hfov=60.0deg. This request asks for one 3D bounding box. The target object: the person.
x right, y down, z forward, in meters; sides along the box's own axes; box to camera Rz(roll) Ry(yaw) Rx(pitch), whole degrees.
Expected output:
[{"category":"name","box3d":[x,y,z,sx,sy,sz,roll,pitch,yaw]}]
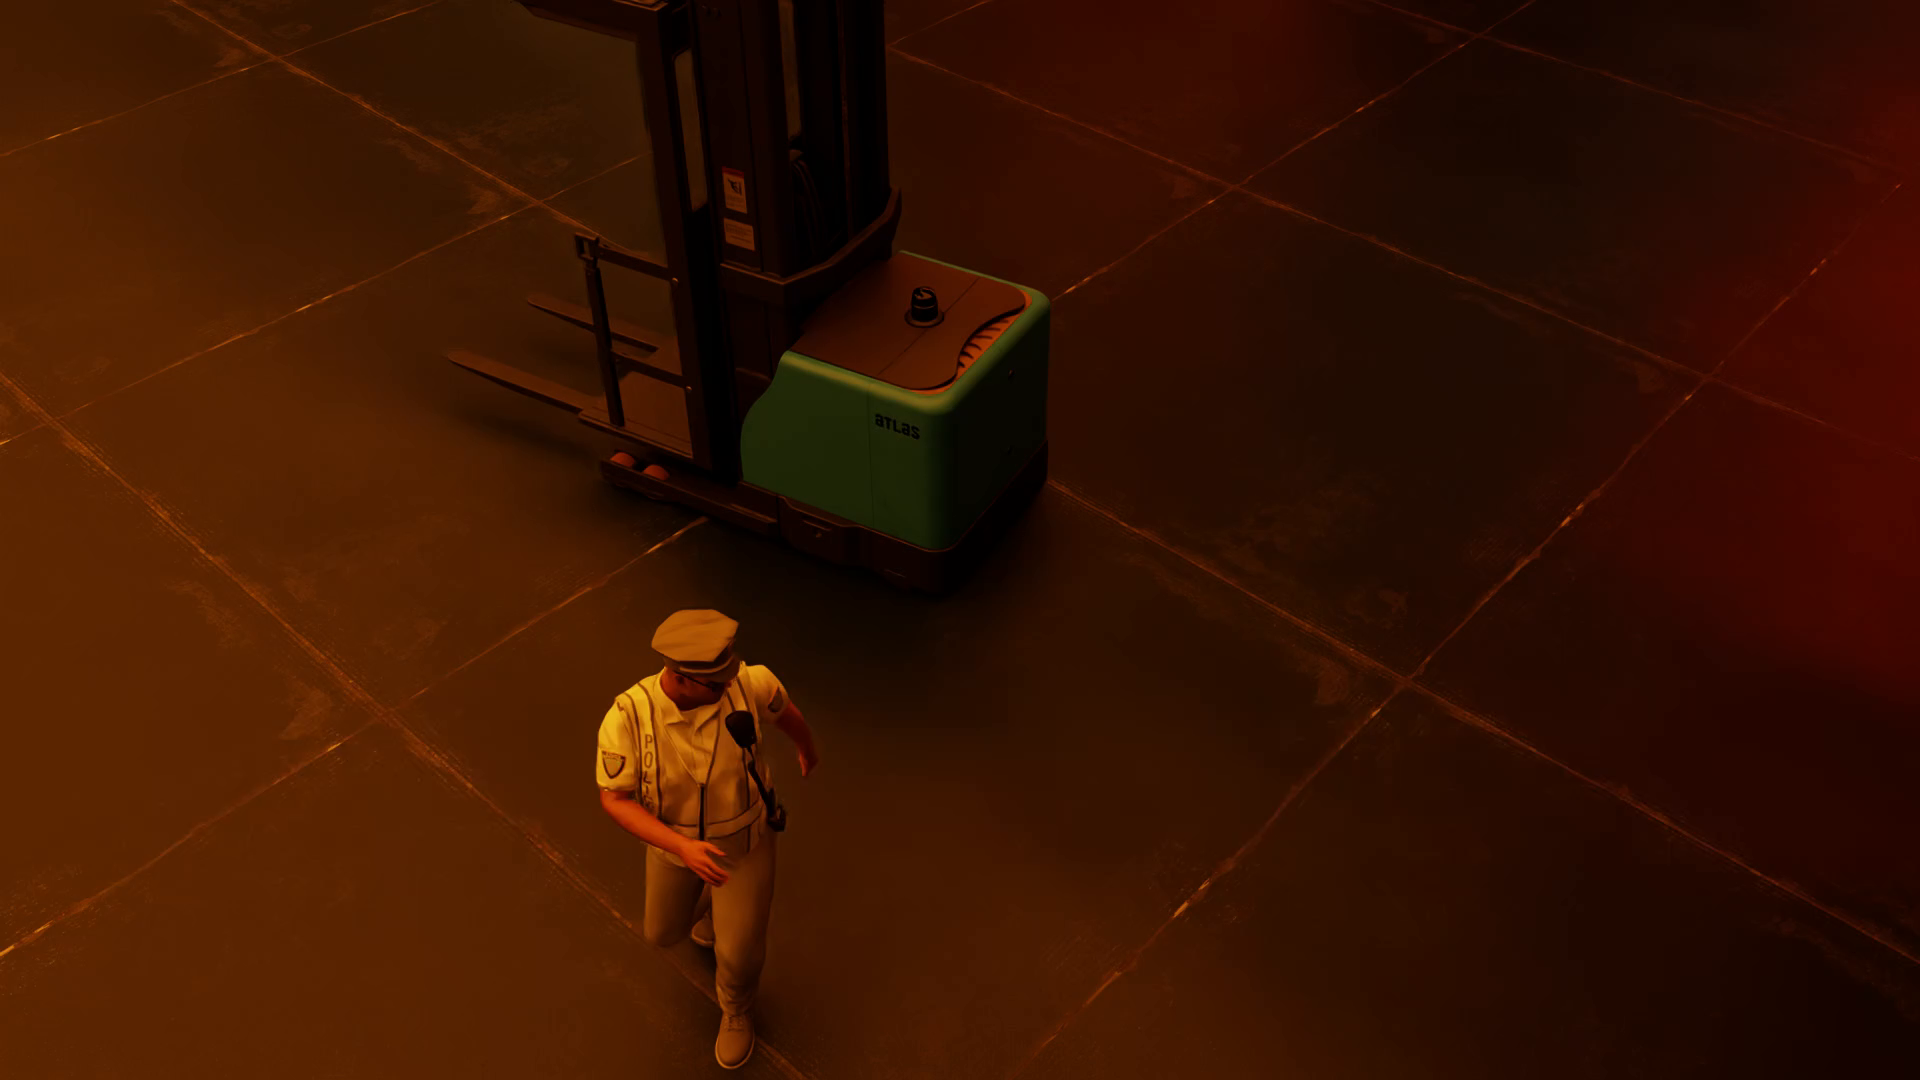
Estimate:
[{"category":"person","box3d":[-0.794,0.906,5.356,0.628,1.674,0.779,1,41,1]}]

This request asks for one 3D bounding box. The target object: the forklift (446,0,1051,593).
[{"category":"forklift","box3d":[-1.124,-1.580,7.270,3.031,2.935,1.130,20,45,22]}]
